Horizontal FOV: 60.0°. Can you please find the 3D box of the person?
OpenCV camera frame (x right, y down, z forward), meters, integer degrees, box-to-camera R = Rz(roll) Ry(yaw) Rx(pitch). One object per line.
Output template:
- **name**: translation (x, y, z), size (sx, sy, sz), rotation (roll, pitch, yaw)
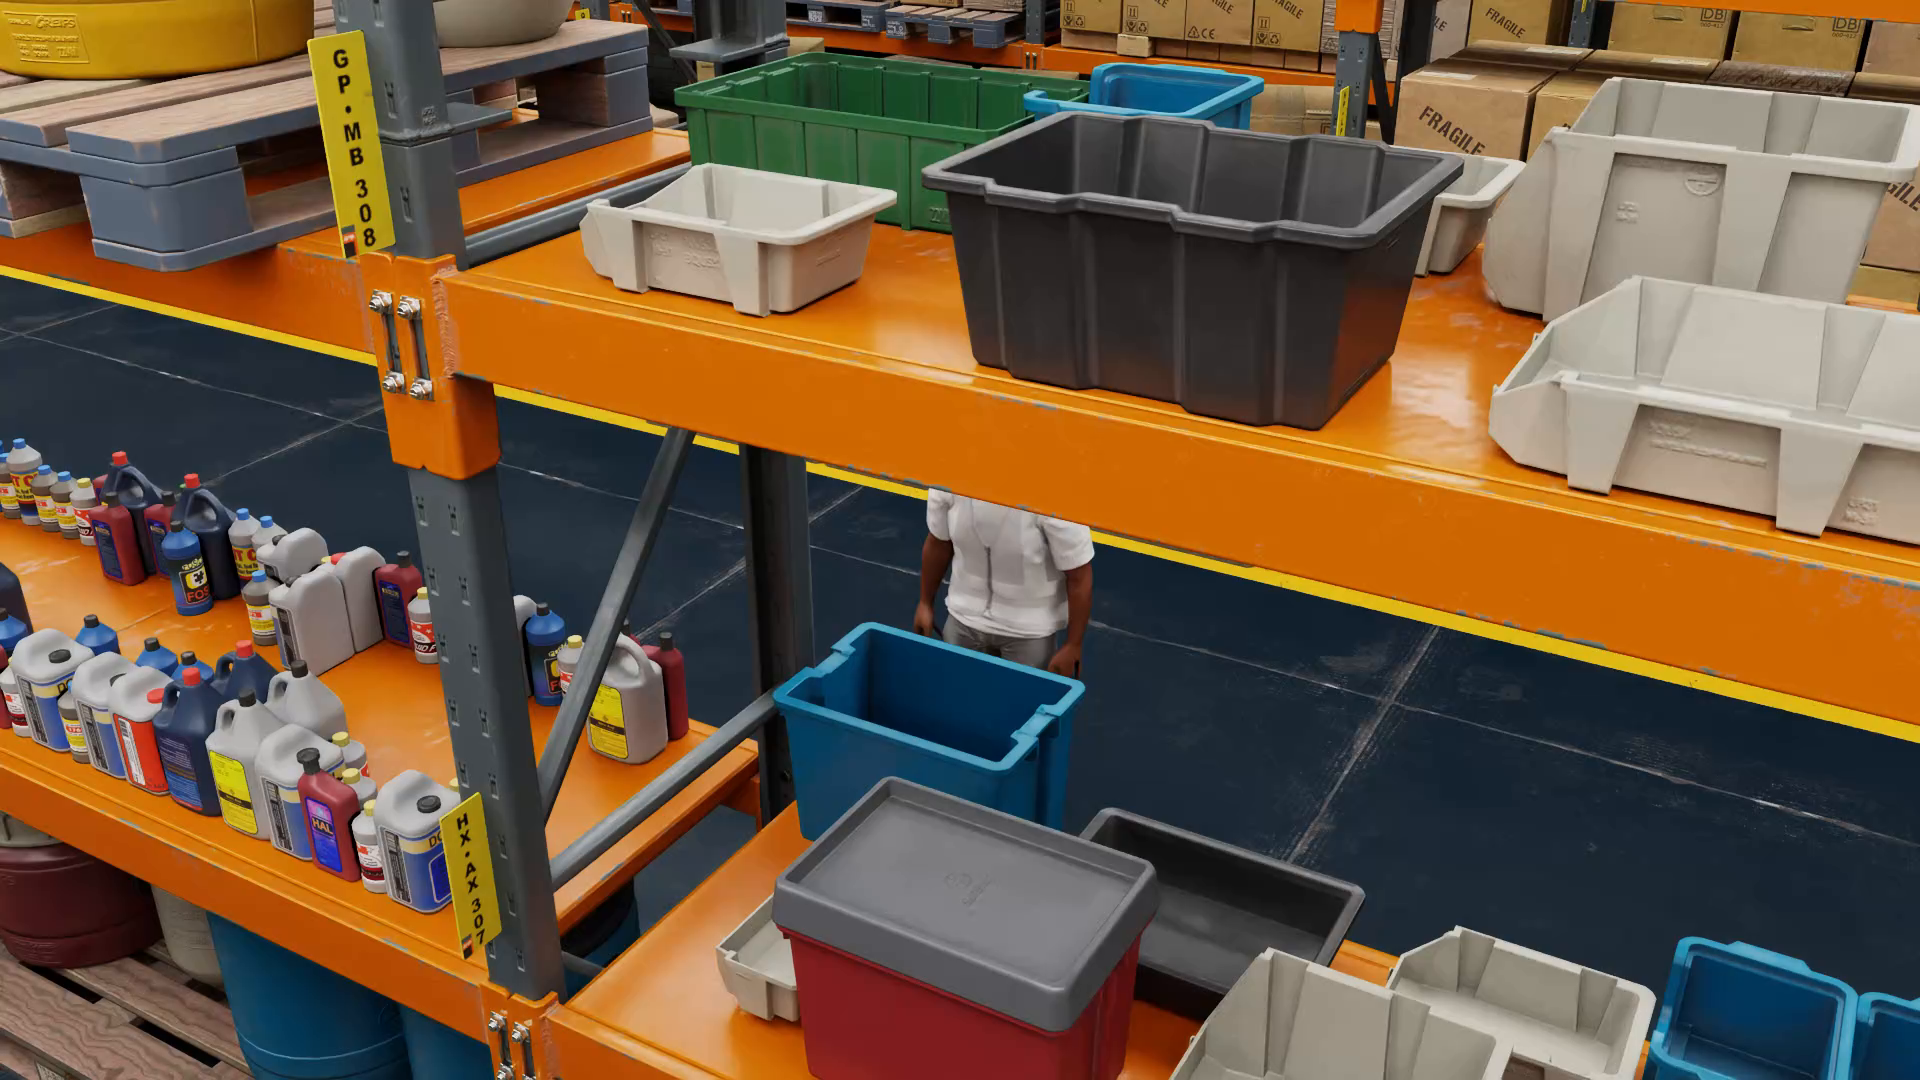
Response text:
- **person**: translation (0.128, 0.284, 5.522), size (0.627, 1.760, 0.460), rotation (14, 30, 26)
